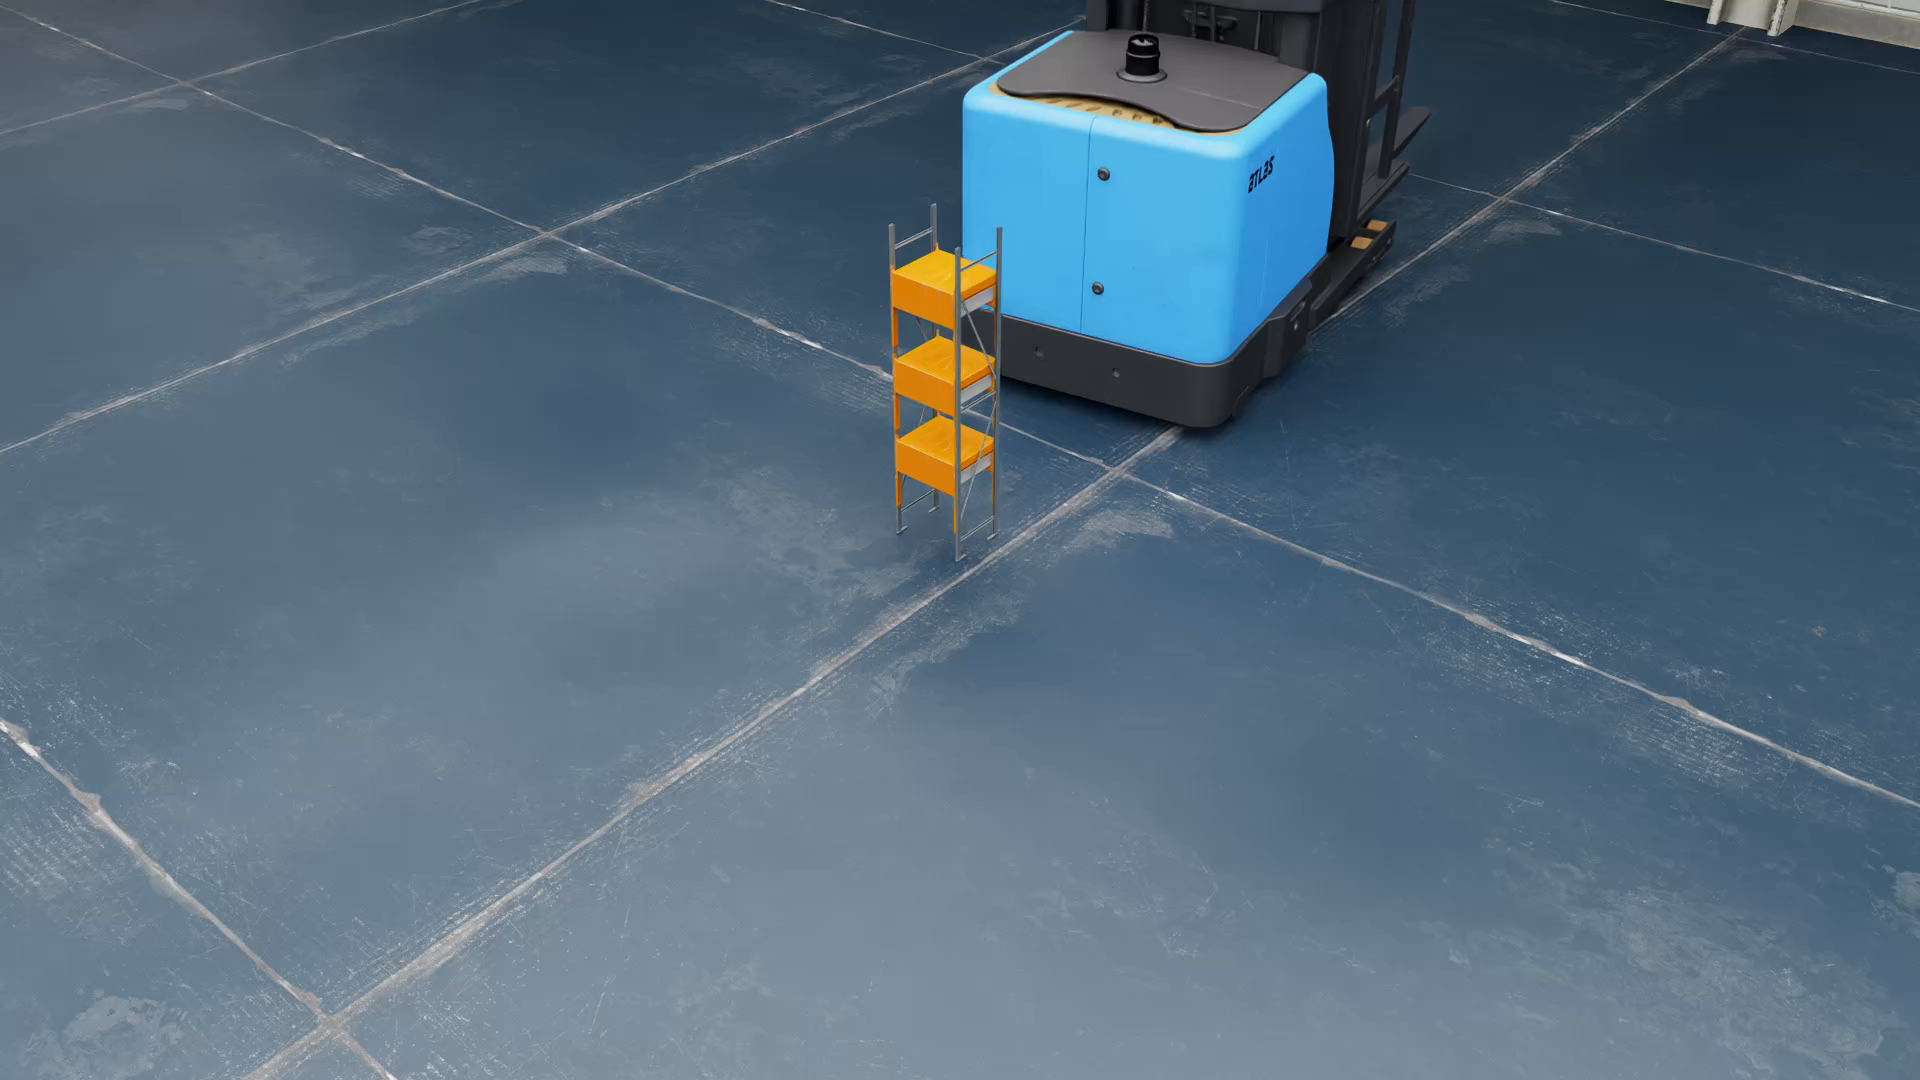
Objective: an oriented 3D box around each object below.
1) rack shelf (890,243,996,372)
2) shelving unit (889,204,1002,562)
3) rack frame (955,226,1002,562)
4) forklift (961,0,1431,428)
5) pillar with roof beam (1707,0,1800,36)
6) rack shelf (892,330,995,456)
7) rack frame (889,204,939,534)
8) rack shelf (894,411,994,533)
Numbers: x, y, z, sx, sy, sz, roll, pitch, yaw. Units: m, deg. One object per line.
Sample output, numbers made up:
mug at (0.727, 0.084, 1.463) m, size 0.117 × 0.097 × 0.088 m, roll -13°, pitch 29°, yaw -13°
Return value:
rack shelf at (-0.041, -0.677, 4.826) m, size 0.240 × 0.259 × 0.215 m, roll 25°, pitch 42°, yaw 32°
shelving unit at (-0.041, -0.452, 4.981) m, size 0.252 × 1.050 × 0.215 m, roll 25°, pitch 42°, yaw 32°
rack frame at (0.053, -0.408, 4.917) m, size 0.008 × 1.050 × 0.200 m, roll 25°, pitch 42°, yaw 32°
forklift at (1.164, -2.400, 6.156) m, size 1.130 × 2.935 × 3.031 m, roll 18°, pitch 38°, yaw 24°
pillar with roof beam at (1.804, -4.818, 4.317) m, size 0.400 × 9.000 × 9.100 m, roll 25°, pitch 42°, yaw 32°
rack shelf at (-0.041, -0.443, 4.987) m, size 0.240 × 0.259 × 0.215 m, roll 25°, pitch 42°, yaw 32°
rack frame at (-0.135, -0.496, 5.045) m, size 0.008 × 1.050 × 0.200 m, roll 25°, pitch 42°, yaw 32°
rack shelf at (-0.041, -0.214, 5.144) m, size 0.240 × 0.259 × 0.215 m, roll 25°, pitch 42°, yaw 32°
